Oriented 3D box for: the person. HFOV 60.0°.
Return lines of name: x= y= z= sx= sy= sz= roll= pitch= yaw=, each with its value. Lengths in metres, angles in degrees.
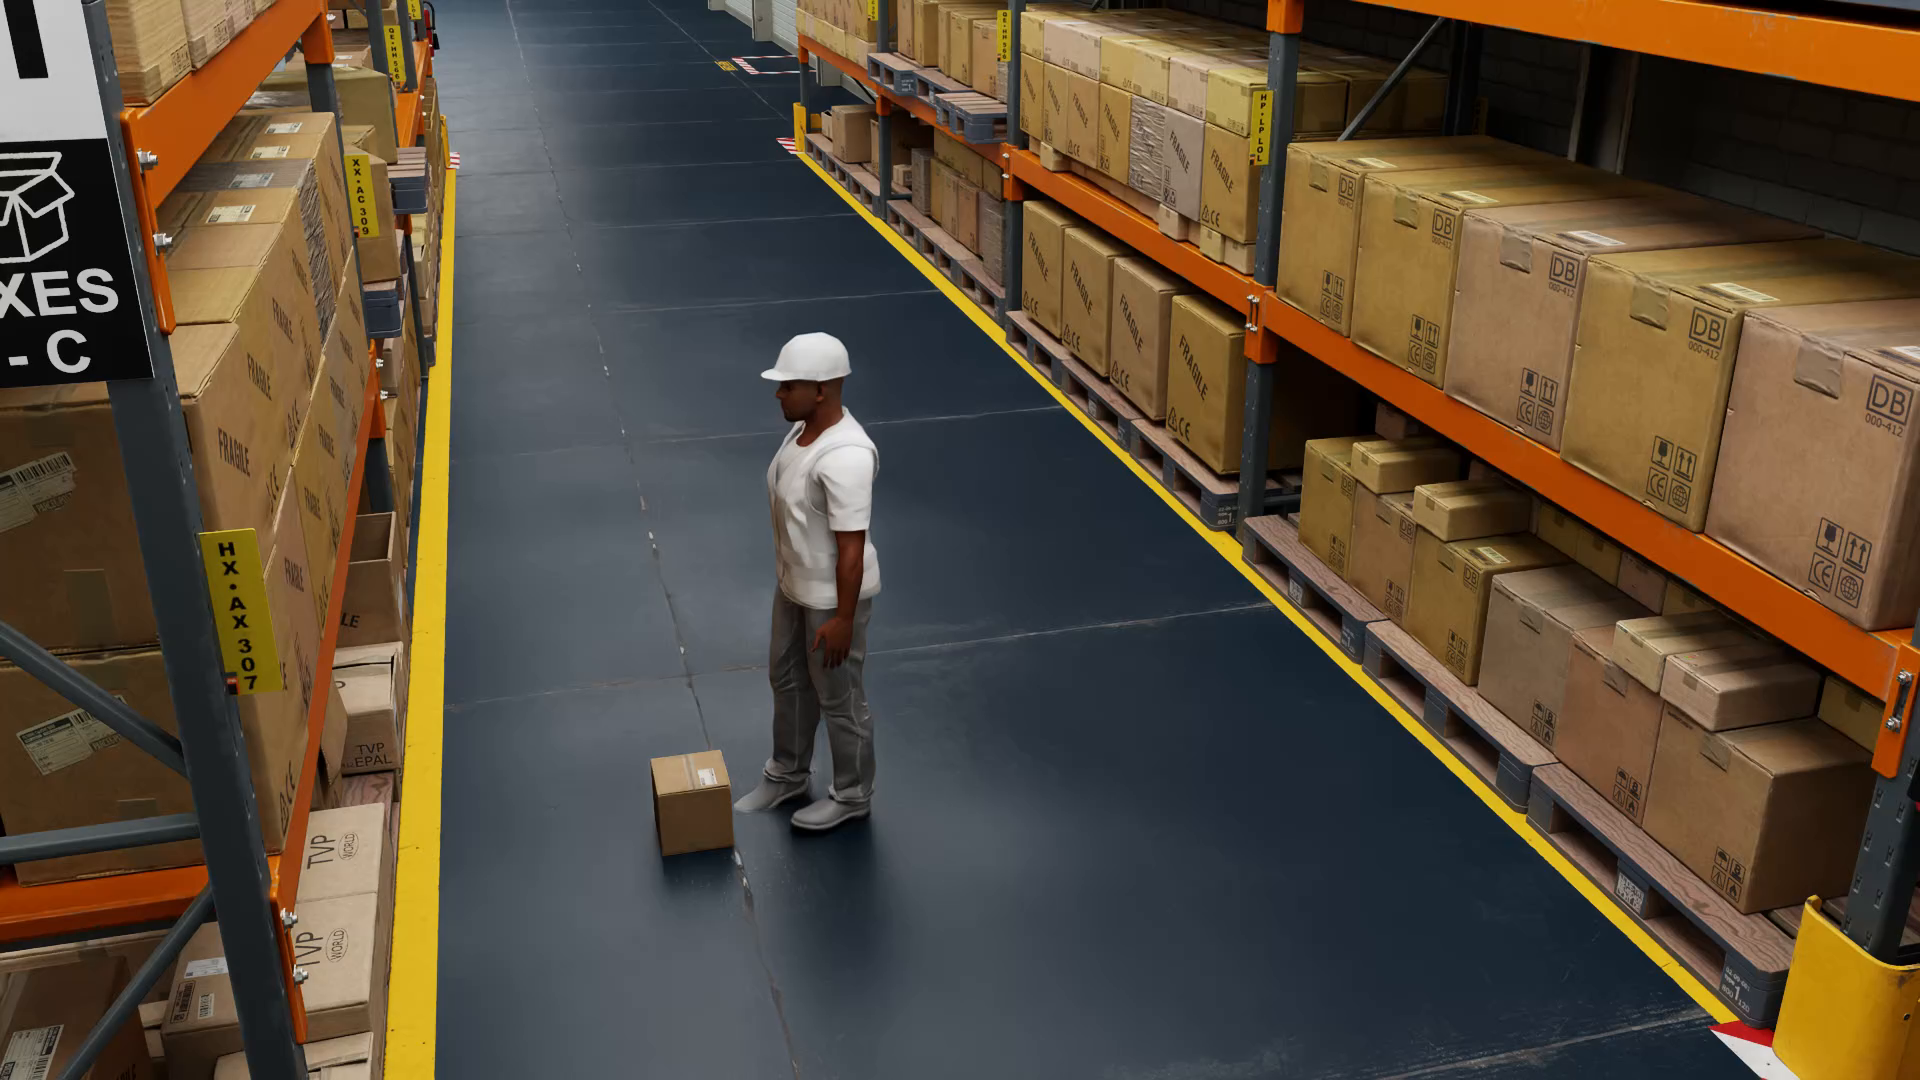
person: x=-0.528 y=0.199 z=5.620 sx=0.511 sy=1.804 sz=0.602 roll=-10 pitch=25 yaw=-22
